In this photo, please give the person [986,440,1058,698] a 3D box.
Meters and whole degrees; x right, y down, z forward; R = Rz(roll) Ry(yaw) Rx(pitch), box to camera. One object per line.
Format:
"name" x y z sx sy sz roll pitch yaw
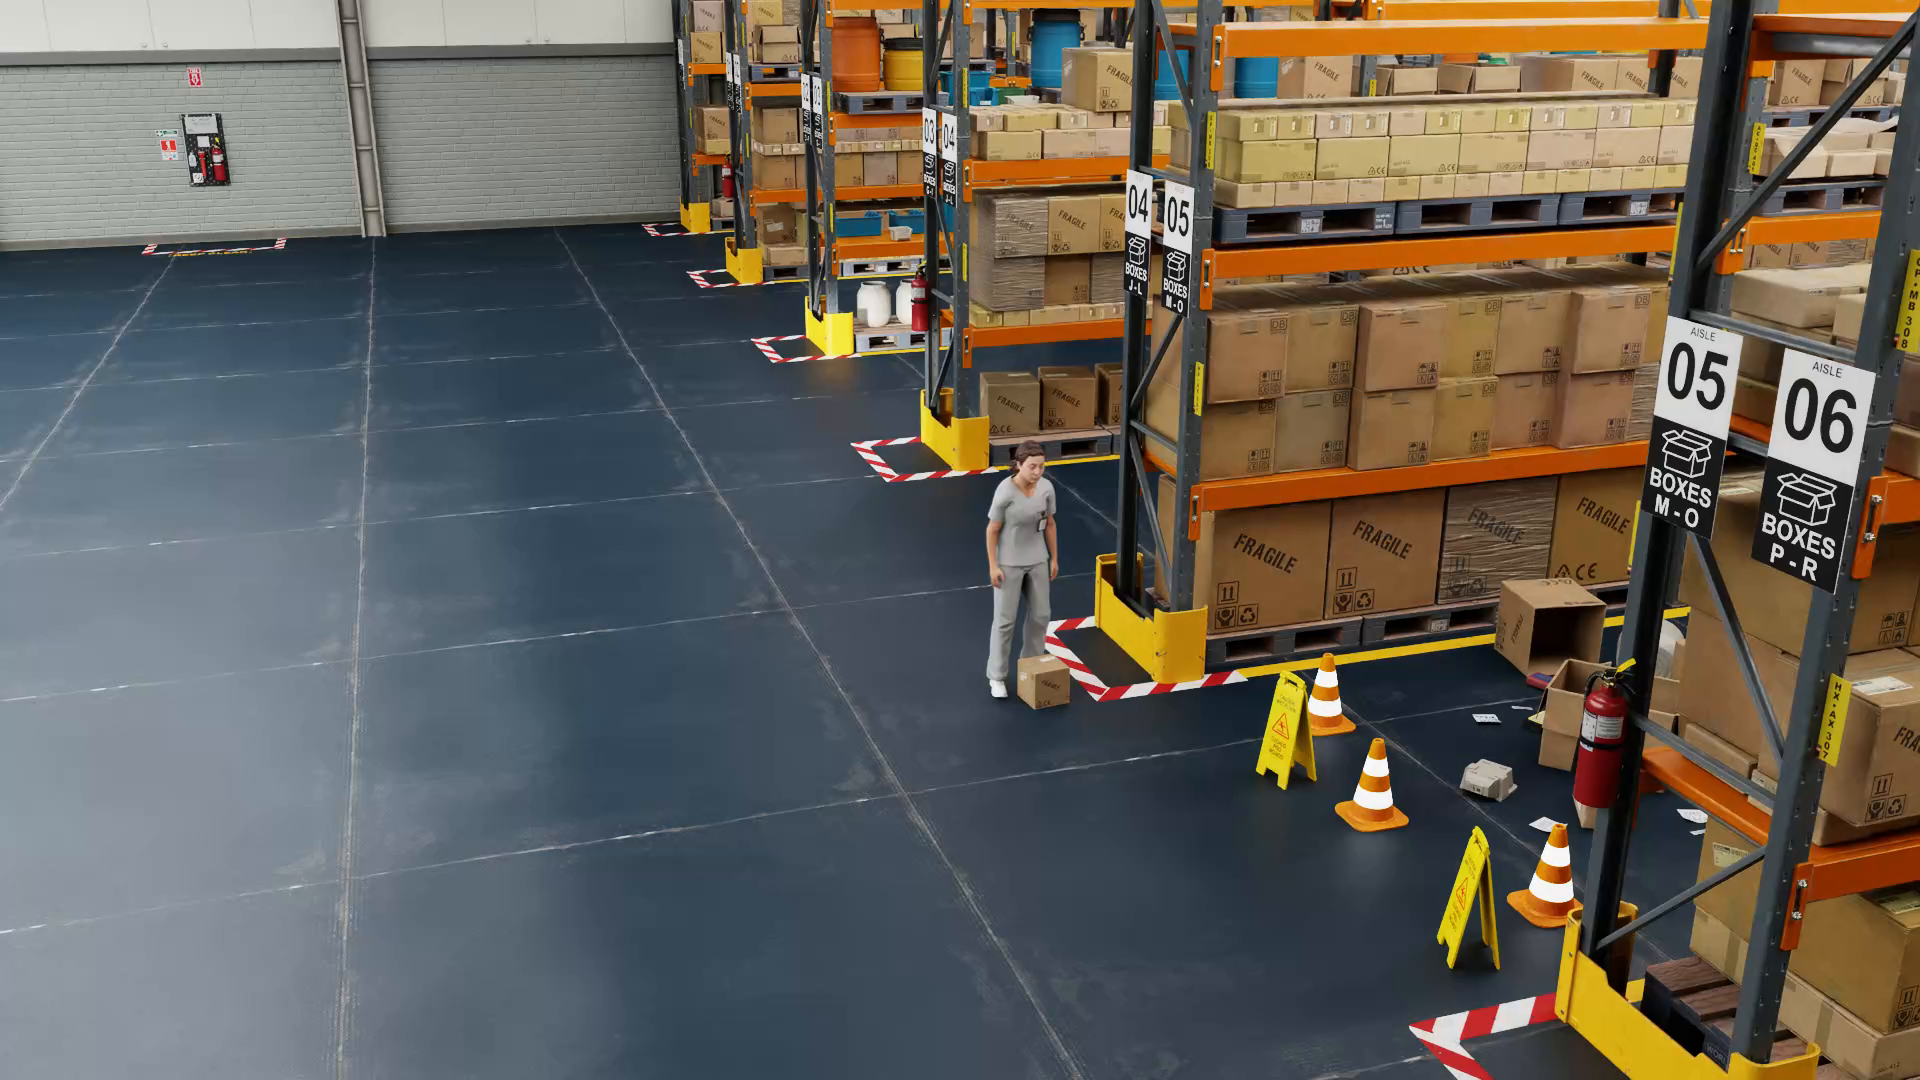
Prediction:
"person" 0.400 0.161 10.609 0.493 1.673 0.356 -8 21 -22
